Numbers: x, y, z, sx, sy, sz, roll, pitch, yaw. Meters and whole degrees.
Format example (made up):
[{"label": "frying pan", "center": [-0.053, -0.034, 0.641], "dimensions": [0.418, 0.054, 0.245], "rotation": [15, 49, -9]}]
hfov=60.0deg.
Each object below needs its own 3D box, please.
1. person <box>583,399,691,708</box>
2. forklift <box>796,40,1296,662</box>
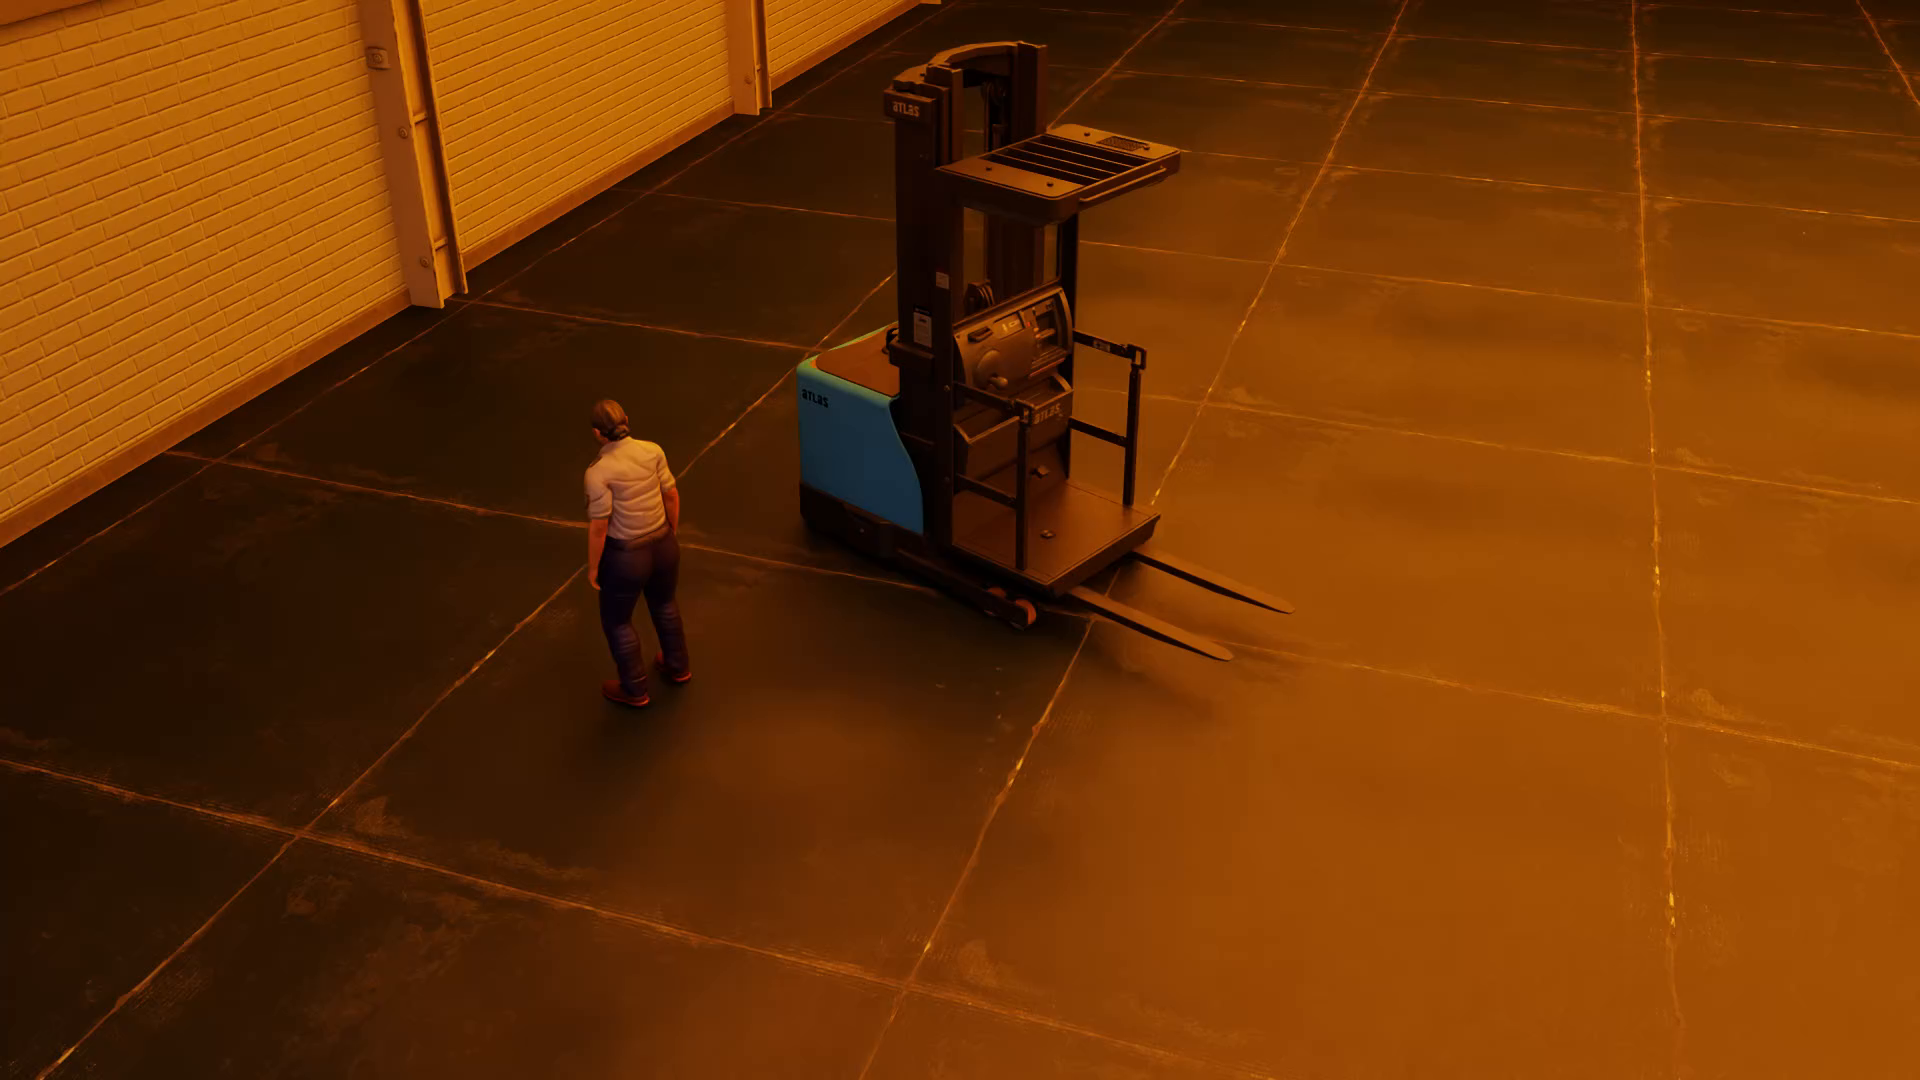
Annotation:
[{"label": "person", "center": [-1.634, 0.064, 8.320], "dimensions": [0.380, 1.650, 0.538], "rotation": [25, 38, 37]}, {"label": "forklift", "center": [0.459, -1.074, 9.021], "dimensions": [3.031, 2.935, 1.130], "rotation": [23, 37, 35]}]
